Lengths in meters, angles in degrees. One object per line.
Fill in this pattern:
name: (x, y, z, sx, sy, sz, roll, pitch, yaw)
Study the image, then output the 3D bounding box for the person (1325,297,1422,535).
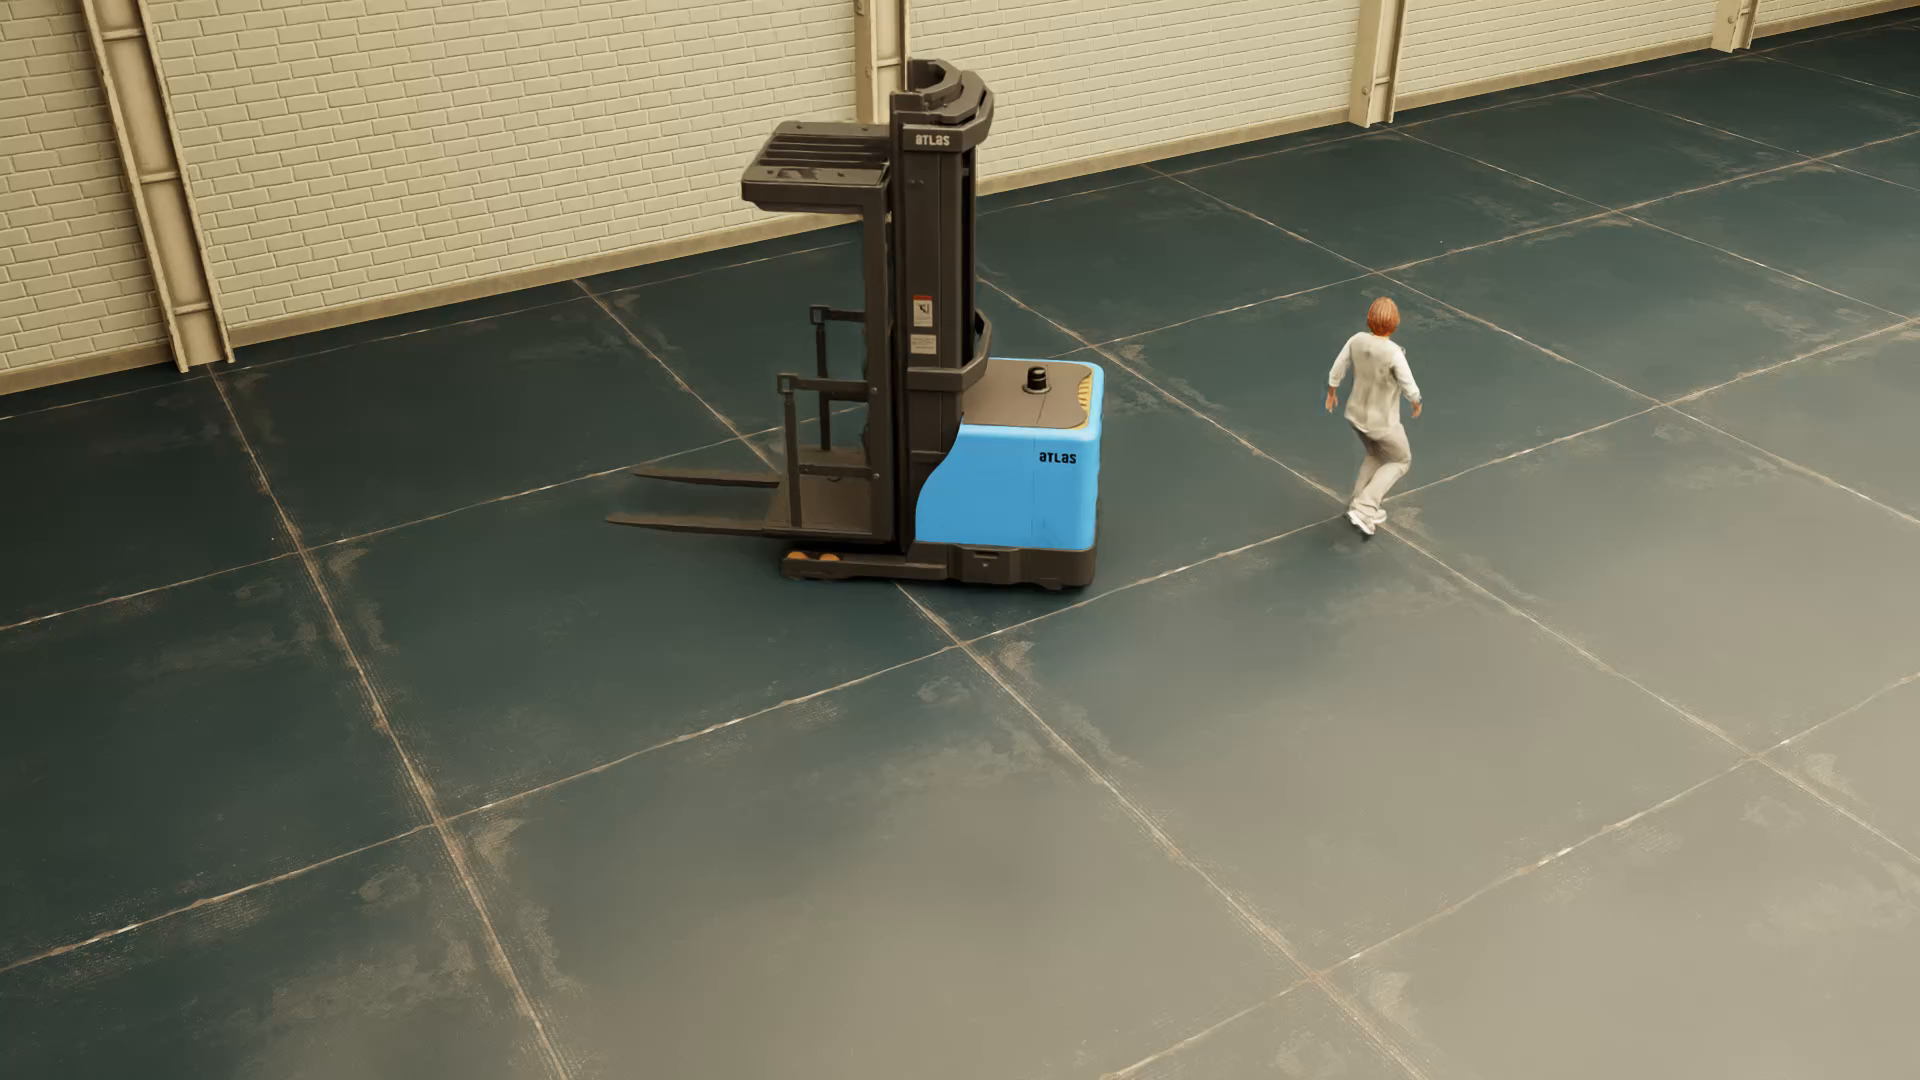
person: (2.558, -0.777, 10.289, 0.480, 1.562, 0.623, -17, 35, -26)

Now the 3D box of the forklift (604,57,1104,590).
forklift: (-0.658, -1.272, 9.771, 3.031, 2.935, 1.130, 3, 31, 5)
